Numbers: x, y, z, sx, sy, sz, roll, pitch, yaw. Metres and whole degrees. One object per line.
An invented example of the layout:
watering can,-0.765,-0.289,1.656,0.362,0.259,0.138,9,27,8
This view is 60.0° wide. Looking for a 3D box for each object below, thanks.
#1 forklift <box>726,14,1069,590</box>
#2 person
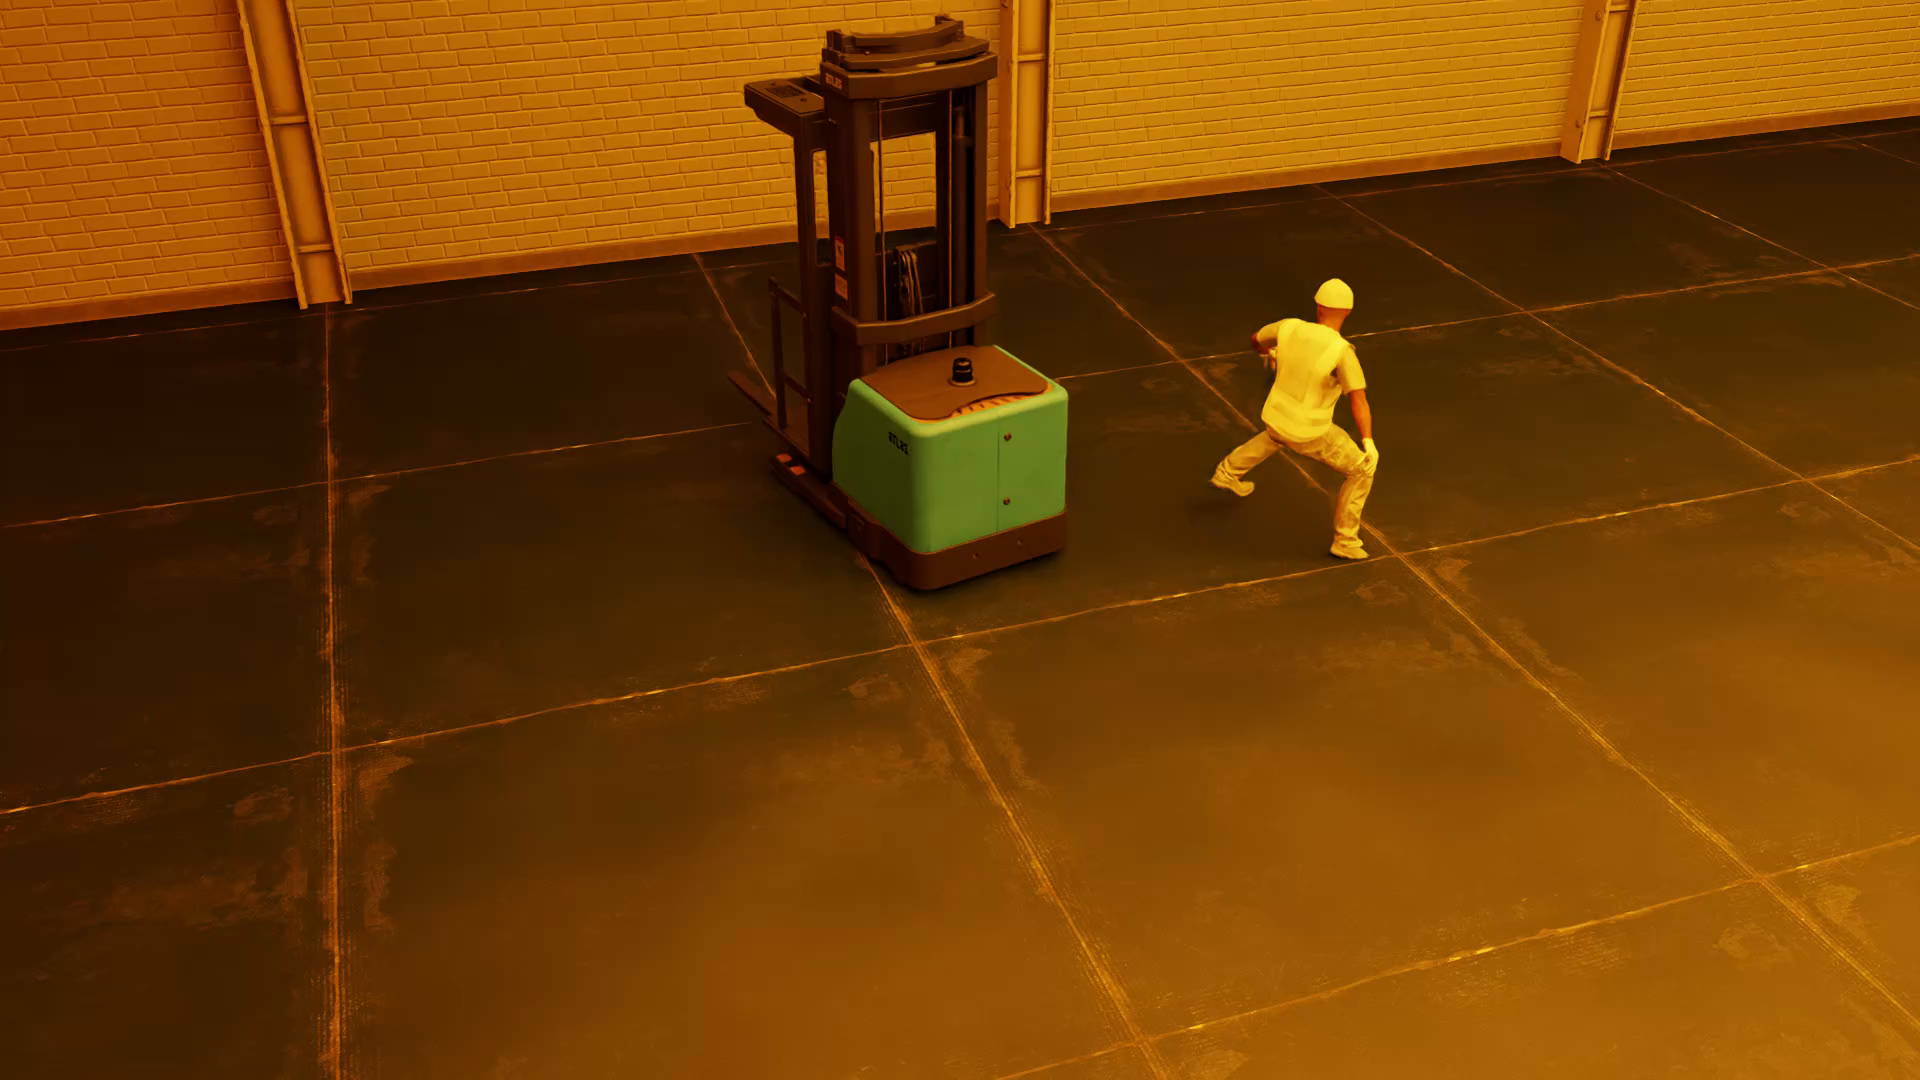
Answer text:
forklift,-0.564,-1.685,10.016,1.130,2.935,3.031,-17,34,-27
person,2.064,-0.687,9.673,0.523,1.678,1.237,-17,34,-27
